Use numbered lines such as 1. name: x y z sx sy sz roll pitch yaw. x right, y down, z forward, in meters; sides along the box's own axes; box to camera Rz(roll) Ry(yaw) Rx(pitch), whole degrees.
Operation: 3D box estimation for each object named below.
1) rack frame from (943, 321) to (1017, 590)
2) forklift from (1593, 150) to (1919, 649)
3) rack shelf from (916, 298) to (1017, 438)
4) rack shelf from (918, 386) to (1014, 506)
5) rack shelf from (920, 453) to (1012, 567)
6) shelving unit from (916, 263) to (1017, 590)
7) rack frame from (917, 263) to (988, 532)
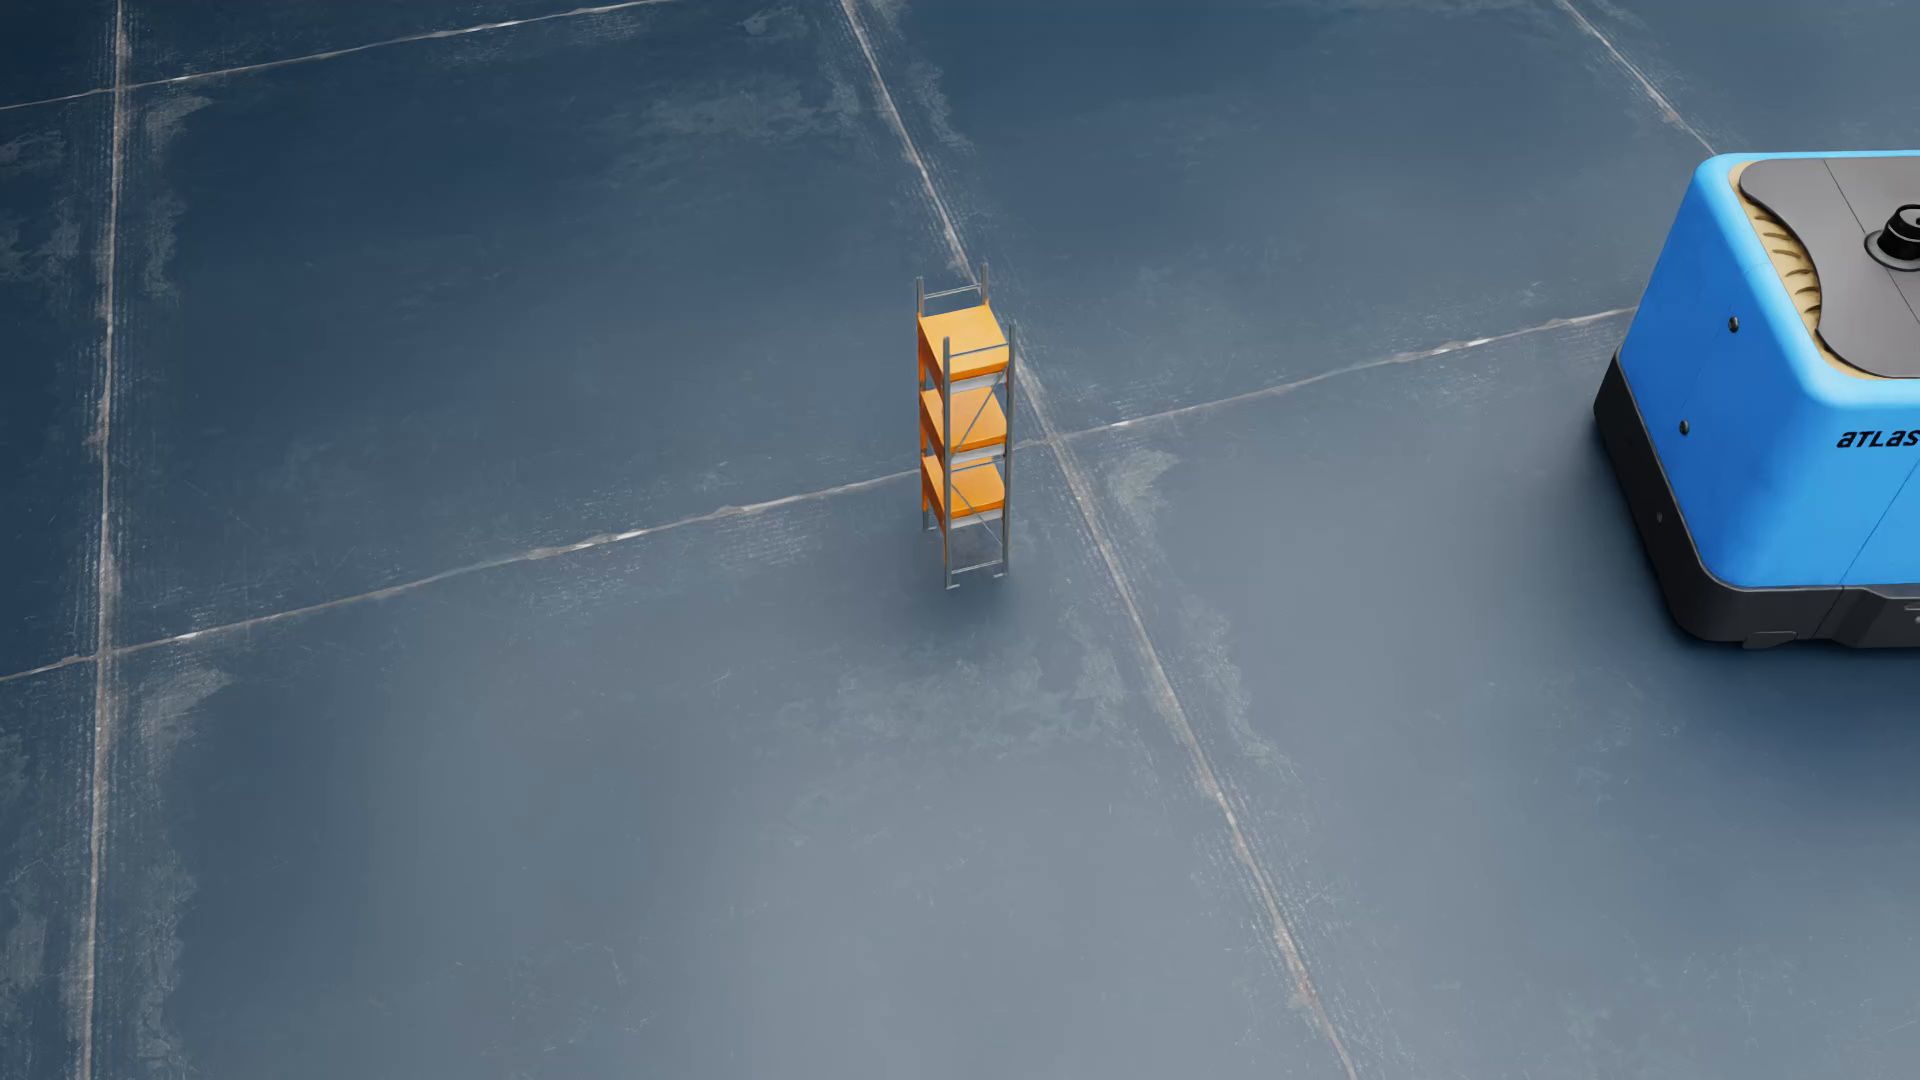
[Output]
1. rack frame: 0.052 -0.210 4.741 0.200 1.050 0.008 -13 51 -11
2. forklift: 3.629 -1.034 4.205 3.031 2.935 1.130 -1 50 -1
3. rack shelf: 0.016 -0.475 4.607 0.215 0.259 0.240 -13 51 -11
4. rack shelf: 0.016 -0.292 4.824 0.215 0.259 0.240 -13 51 -11
5. rack shelf: 0.016 -0.113 5.036 0.215 0.259 0.240 -13 51 -11
6. shelving unit: 0.016 -0.299 4.816 0.215 1.050 0.252 -13 51 -11
7. rack frame: -0.020 -0.388 4.891 0.200 1.050 0.008 -13 51 -11
